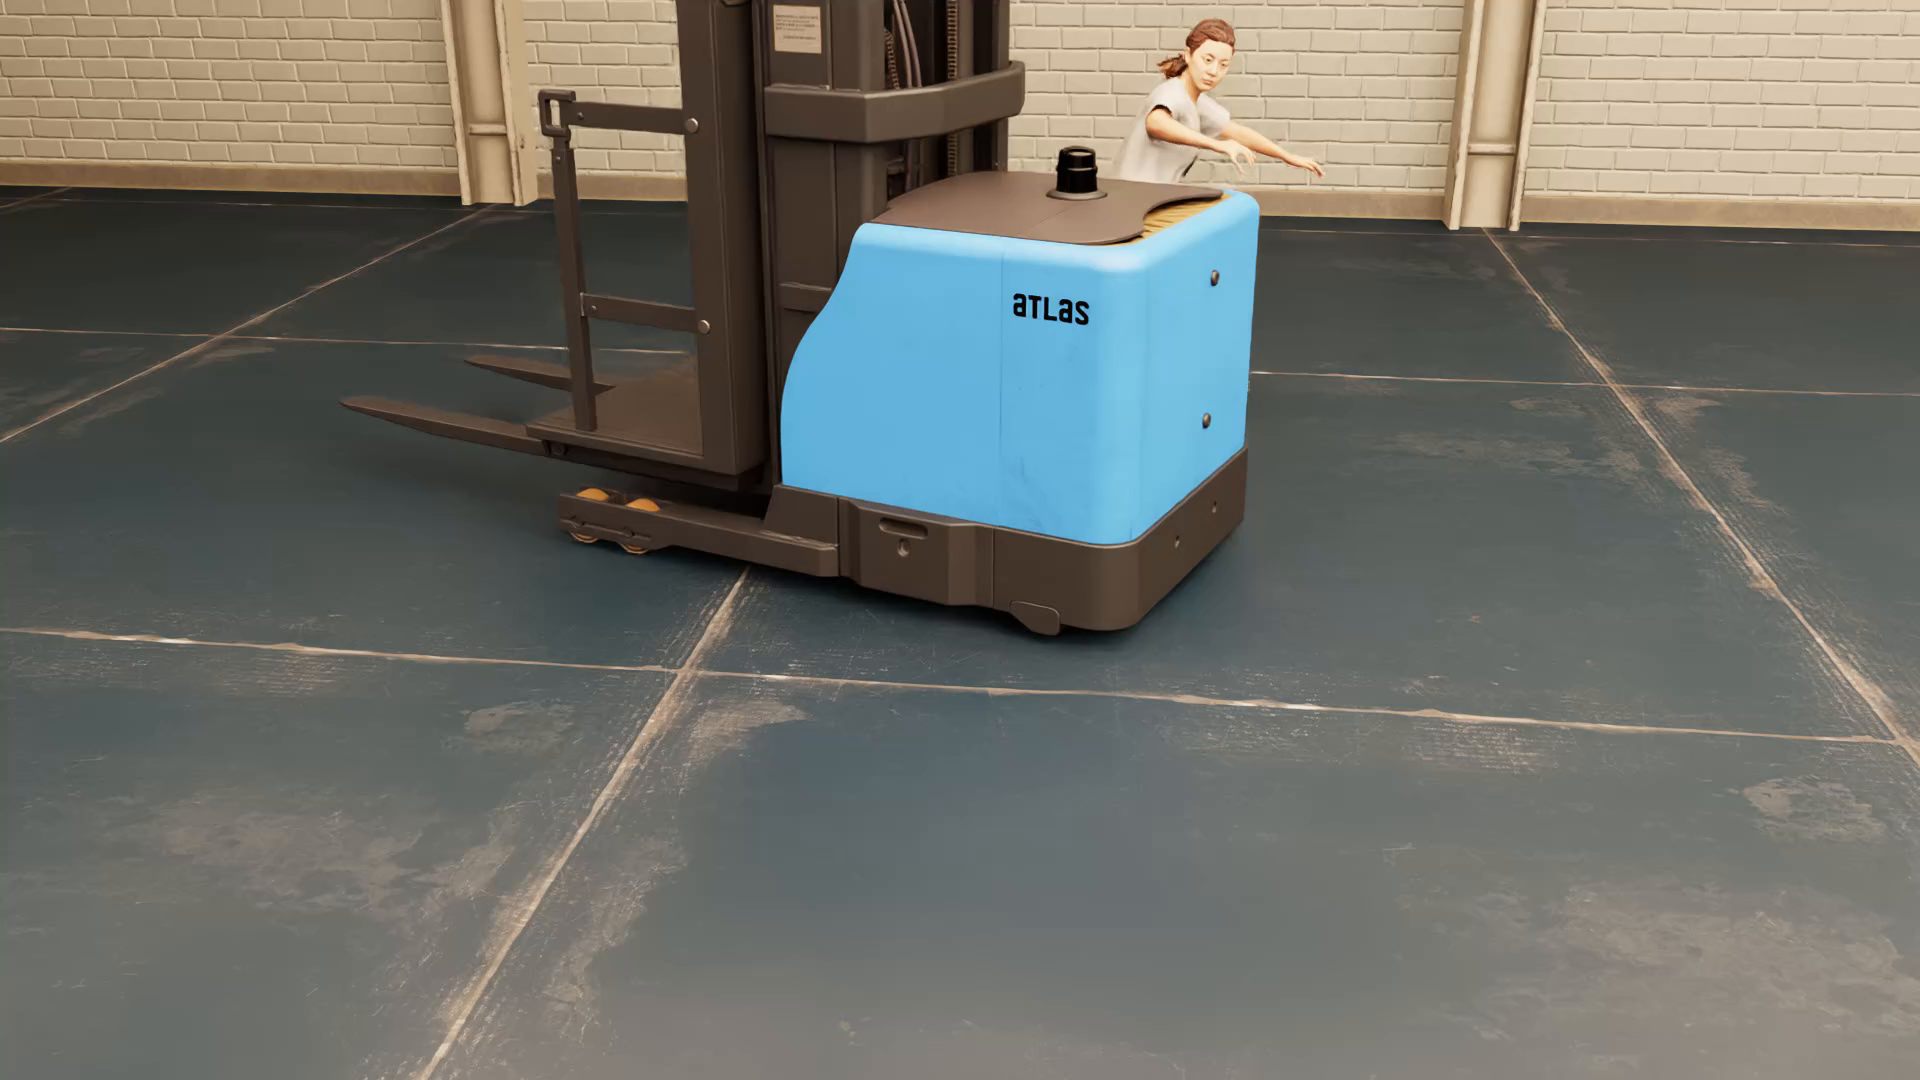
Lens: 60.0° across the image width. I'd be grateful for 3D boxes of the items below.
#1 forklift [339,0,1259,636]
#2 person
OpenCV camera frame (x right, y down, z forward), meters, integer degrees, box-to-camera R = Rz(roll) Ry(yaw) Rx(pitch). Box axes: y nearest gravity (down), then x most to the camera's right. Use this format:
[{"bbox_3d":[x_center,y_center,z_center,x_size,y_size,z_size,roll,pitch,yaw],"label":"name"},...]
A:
[{"bbox_3d":[-0.666,-1.477,4.920,3.031,2.935,1.130,11,25,26],"label":"forklift"},{"bbox_3d":[0.944,-1.195,6.278,1.071,1.461,0.797,-6,23,-15],"label":"person"}]
